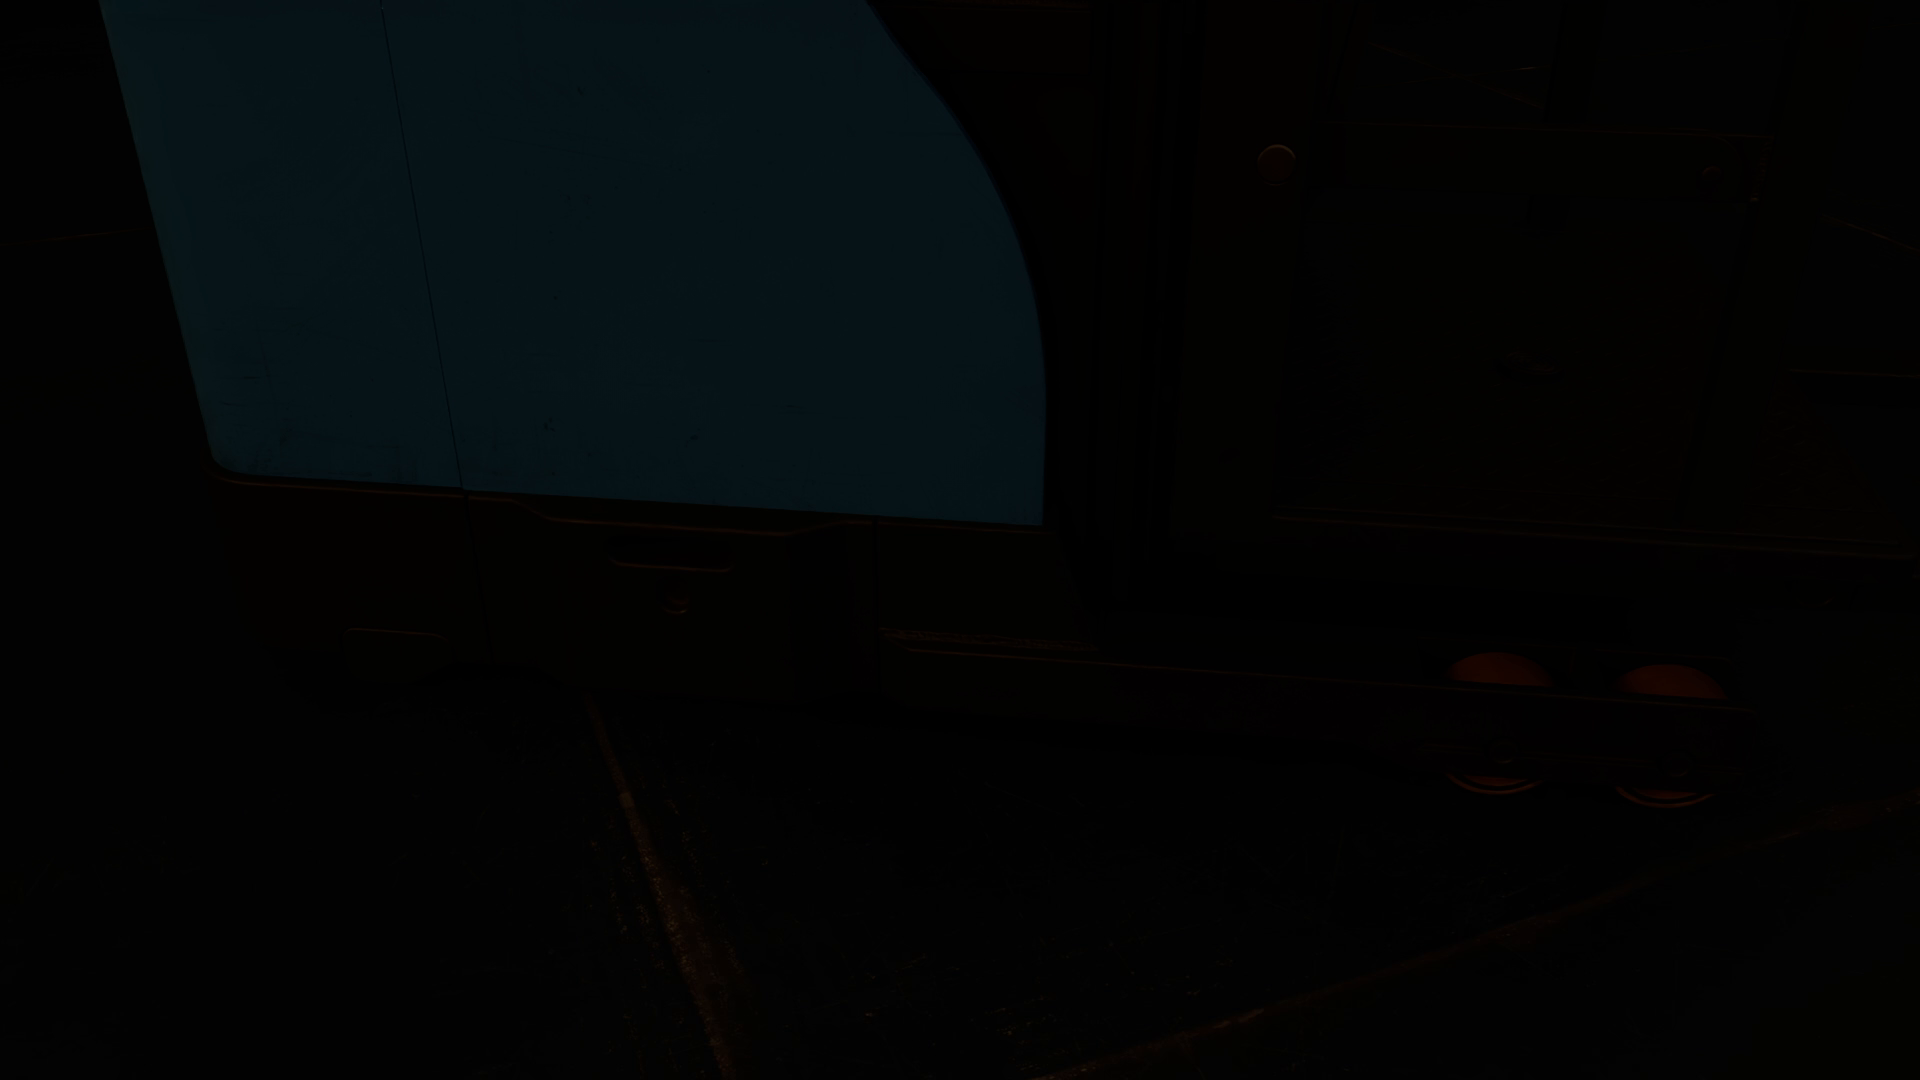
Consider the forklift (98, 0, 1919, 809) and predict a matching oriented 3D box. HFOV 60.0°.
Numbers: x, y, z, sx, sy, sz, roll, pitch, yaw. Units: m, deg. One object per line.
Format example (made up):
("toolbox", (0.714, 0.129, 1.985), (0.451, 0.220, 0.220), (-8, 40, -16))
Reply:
("forklift", (0.610, -1.240, 1.715), (3.031, 2.935, 1.130), (4, 30, 6))
